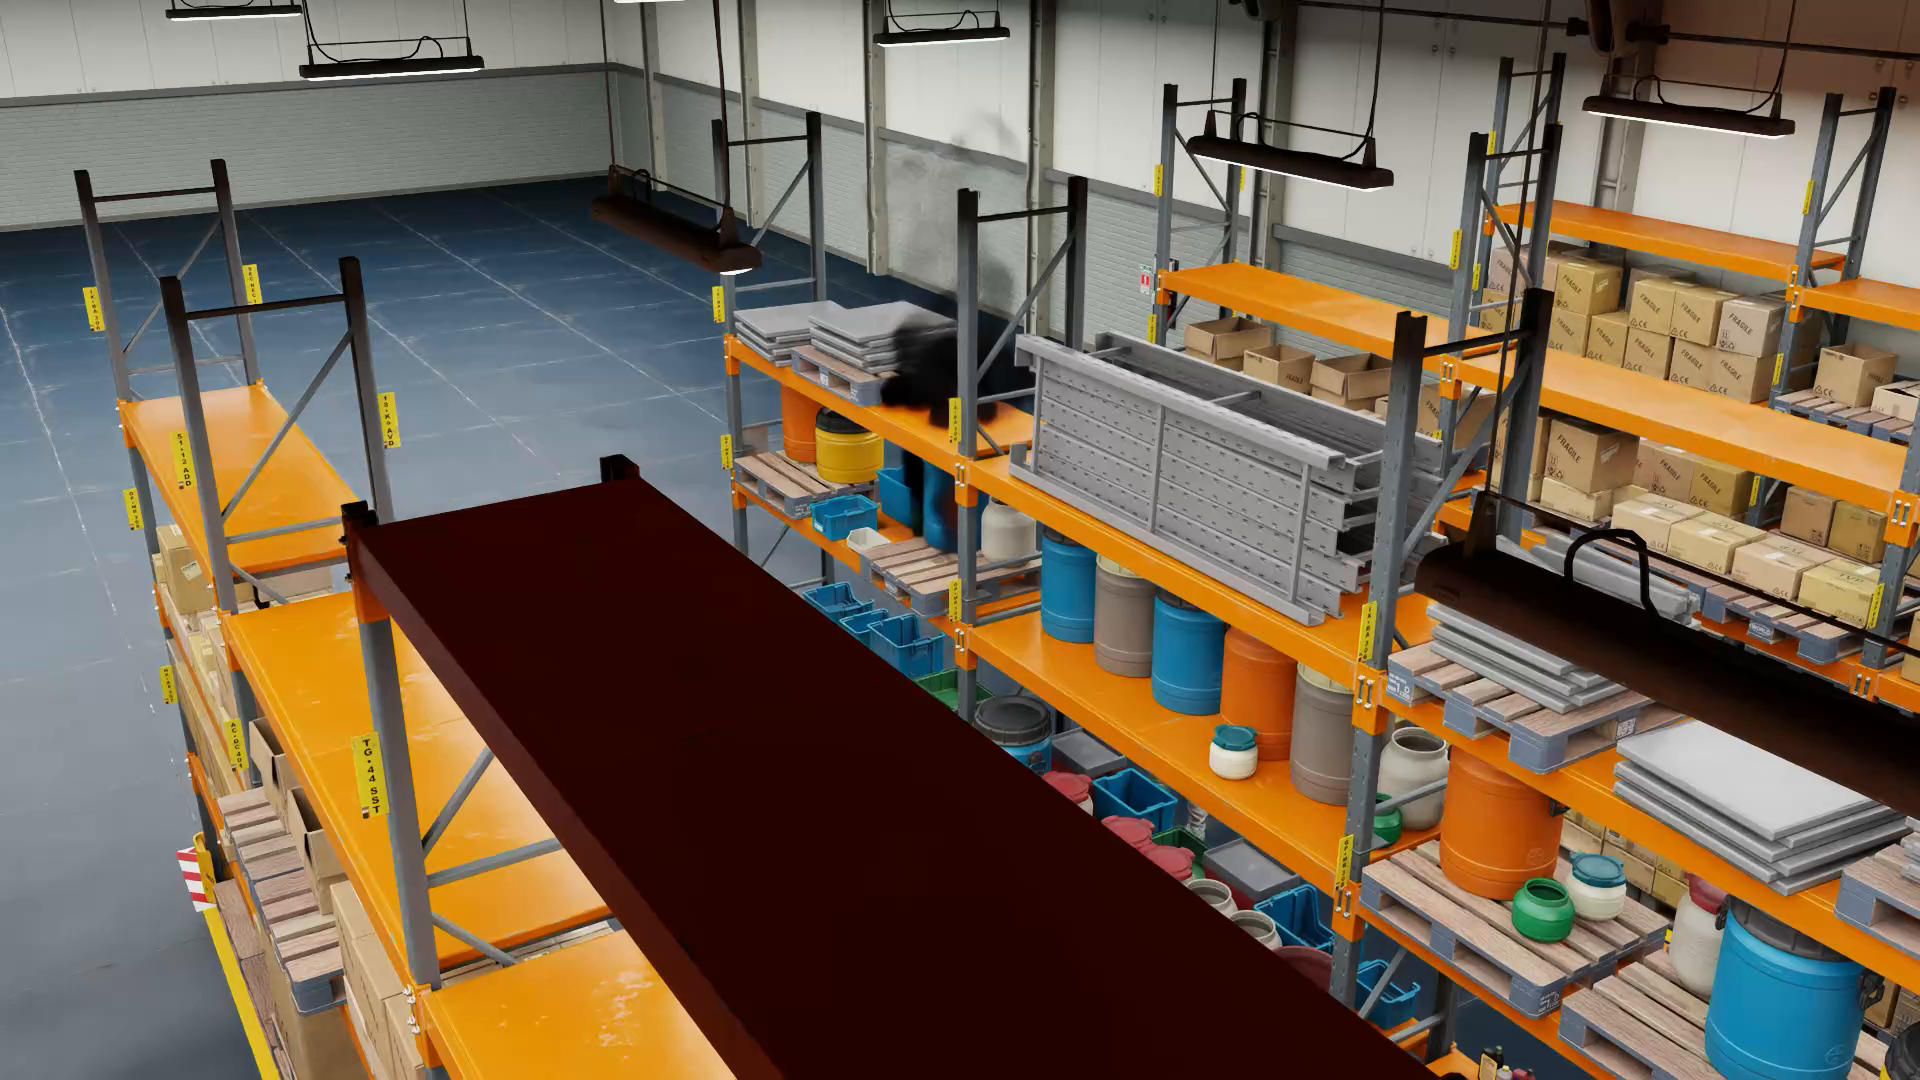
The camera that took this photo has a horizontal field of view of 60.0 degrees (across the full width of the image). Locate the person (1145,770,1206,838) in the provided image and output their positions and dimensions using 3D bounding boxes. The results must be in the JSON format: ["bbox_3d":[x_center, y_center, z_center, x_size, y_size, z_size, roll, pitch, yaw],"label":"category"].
[{"bbox_3d":[1.788,1.704,13.995,0.704,1.892,0.761,-16,27,-34],"label":"person"}]
